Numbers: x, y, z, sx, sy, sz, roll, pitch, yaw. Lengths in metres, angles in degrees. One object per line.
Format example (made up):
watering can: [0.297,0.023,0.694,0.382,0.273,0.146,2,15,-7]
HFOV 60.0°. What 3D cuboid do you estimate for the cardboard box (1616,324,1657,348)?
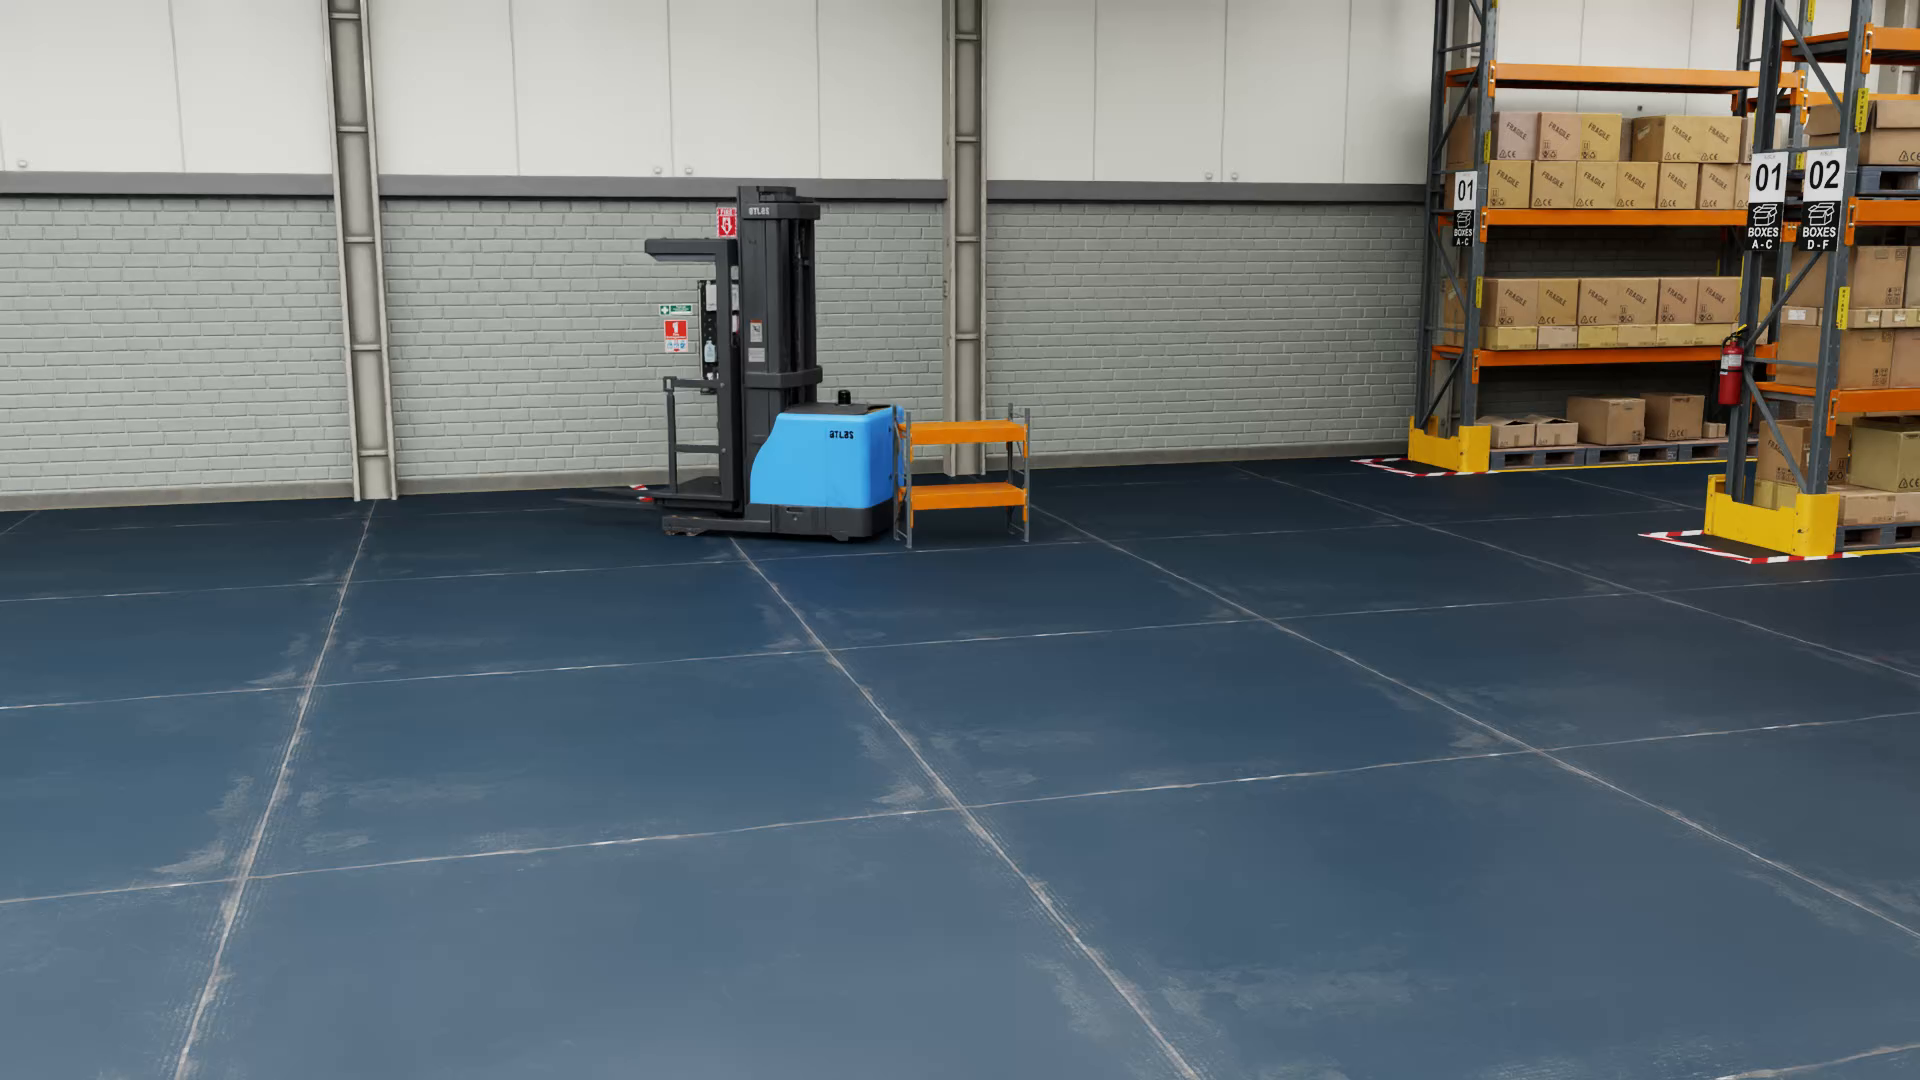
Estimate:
cardboard box: [7.405,-2.294,18.582,0.500,0.250,0.500,-3,11,-15]

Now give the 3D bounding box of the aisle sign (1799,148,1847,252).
aisle sign: [6.787,-2.671,13.089,0.004,0.787,0.394,-3,11,-16]

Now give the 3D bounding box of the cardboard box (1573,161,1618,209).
cardboard box: [6.790,-3.865,18.142,0.500,0.500,0.500,-2,11,-13]

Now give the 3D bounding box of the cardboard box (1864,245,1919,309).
cardboard box: [7.771,-2.188,13.786,0.500,0.500,0.700,-3,11,-17]

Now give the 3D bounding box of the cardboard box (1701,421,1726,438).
cardboard box: [8.712,-1.303,19.450,0.250,0.166,0.380,-5,11,-23]

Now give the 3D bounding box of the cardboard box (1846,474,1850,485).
cardboard box: [7.674,-0.409,14.418,0.500,0.250,0.500,-3,11,-16]

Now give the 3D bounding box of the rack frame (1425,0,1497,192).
rack frame: [5.376,-5.260,17.766,0.127,3.000,1.000,-3,11,-16]

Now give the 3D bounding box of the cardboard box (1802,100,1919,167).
cardboard box: [7.318,-3.279,13.454,0.637,0.503,0.797,-2,11,-12]

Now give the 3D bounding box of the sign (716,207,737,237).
sign: [-2.373,-3.231,16.907,0.199,0.298,0.001,-3,11,-16]

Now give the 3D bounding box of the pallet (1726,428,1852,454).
pallet: [9.964,-1.181,19.876,1.213,0.211,1.003,-3,11,-16]

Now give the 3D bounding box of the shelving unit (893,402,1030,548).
shelving unit: [0.006,-0.554,13.946,1.048,1.125,0.538,-3,11,-16]

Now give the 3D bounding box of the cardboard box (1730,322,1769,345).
cardboard box: [8.847,-2.372,19.004,0.500,0.250,0.500,-3,11,-16]

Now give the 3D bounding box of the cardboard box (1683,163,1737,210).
cardboard box: [8.312,-3.955,18.627,0.500,0.500,0.500,-4,11,-21]

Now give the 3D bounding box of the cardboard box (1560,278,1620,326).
cardboard box: [6.894,-2.635,18.362,0.500,0.500,0.500,-3,11,-18]

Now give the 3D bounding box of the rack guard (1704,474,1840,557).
rack guard: [6.742,-0.218,13.852,0.348,0.500,1.175,-3,11,-16]

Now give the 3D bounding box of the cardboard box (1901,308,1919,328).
cardboard box: [7.694,-1.826,13.611,0.250,0.149,0.380,-3,11,-16]

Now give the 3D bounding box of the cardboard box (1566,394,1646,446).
cardboard box: [7.332,-1.374,18.912,0.500,0.500,0.700,-4,11,-20]

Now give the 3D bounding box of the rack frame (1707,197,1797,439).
rack frame: [9.217,-2.512,19.408,0.127,3.000,1.000,-3,11,-16]

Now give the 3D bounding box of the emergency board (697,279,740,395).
emergency board: [-2.337,-2.074,17.025,0.643,1.169,0.194,-3,11,-16]

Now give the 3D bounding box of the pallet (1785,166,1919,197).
pallet: [7.451,-2.912,13.538,1.213,0.211,1.003,-3,11,-16]

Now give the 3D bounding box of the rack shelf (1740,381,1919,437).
rack shelf: [8.685,-1.196,14.247,4.000,0.370,1.077,-3,11,-16]

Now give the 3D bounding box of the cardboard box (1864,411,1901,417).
cardboard box: [10.902,-1.593,20.104,0.500,0.500,0.700,-3,11,-15]

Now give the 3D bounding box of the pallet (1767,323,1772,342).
pallet: [9.992,-2.431,19.498,1.213,0.211,1.003,-3,11,-16]

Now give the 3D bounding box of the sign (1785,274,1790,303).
sign: [9.376,-2.844,18.820,0.005,0.325,0.100,-3,11,-16]

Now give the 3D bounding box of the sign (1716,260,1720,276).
sign: [9.058,-3.178,19.826,0.005,0.325,0.100,-3,11,-16]

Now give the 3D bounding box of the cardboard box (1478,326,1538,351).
cardboard box: [5.934,-2.215,18.155,0.500,0.250,0.500,-3,11,-18]

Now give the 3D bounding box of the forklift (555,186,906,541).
forklift: [-2.054,-1.560,14.425,3.031,2.935,1.130,3,11,17]

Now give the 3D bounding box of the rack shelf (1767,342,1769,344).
rack shelf: [11.137,-2.260,20.023,4.000,0.370,1.077,-3,11,-16]

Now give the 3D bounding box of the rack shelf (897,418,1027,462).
rack shelf: [0.006,-0.841,13.893,1.000,0.278,0.538,-3,11,-16]

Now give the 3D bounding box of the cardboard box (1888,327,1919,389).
cardboard box: [7.719,-1.547,13.888,0.500,0.500,0.700,-3,11,-14]

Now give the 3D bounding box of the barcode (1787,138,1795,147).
barcode: [6.920,-3.309,13.846,0.075,0.075,0.001,-3,11,-16]

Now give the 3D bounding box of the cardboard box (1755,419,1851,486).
cardboard box: [7.196,-0.751,14.203,0.500,0.500,0.500,-3,11,-16]

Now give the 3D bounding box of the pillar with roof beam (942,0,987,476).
pillar with roof beam: [1.249,-4.394,13.060,0.400,9.000,9.100,-3,11,-16]

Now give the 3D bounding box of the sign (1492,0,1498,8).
sign: [5.528,-5.664,17.161,0.005,0.325,0.100,-3,11,-16]

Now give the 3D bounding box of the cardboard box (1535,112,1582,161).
cardboard box: [6.310,-4.330,17.902,0.500,0.500,0.500,-3,11,-17]

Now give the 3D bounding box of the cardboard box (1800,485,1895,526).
cardboard box: [7.342,-0.292,13.780,0.500,0.250,0.500,-3,11,-16]

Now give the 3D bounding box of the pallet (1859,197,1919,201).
pallet: [10.835,-3.961,19.511,1.003,0.211,1.213,-3,11,-16]

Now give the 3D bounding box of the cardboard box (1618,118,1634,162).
cardboard box: [7.203,-4.478,18.707,0.500,0.500,0.500,-3,11,-16]

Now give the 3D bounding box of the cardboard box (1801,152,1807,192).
cardboard box: [9.764,-4.257,19.164,0.500,0.500,0.500,-1,11,-8]

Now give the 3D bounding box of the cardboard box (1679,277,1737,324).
cardboard box: [8.372,-2.713,18.788,0.500,0.500,0.500,-3,11,-16]

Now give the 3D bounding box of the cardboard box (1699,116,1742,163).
cardboard box: [8.286,-4.436,18.480,0.500,0.500,0.500,-2,11,-13]

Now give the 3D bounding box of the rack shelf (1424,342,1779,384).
rack shelf: [7.297,-2.057,18.924,4.000,0.370,1.077,-3,11,-16]

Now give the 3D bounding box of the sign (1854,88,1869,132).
sign: [6.914,-3.296,12.748,0.005,0.325,0.100,-3,11,-16]
